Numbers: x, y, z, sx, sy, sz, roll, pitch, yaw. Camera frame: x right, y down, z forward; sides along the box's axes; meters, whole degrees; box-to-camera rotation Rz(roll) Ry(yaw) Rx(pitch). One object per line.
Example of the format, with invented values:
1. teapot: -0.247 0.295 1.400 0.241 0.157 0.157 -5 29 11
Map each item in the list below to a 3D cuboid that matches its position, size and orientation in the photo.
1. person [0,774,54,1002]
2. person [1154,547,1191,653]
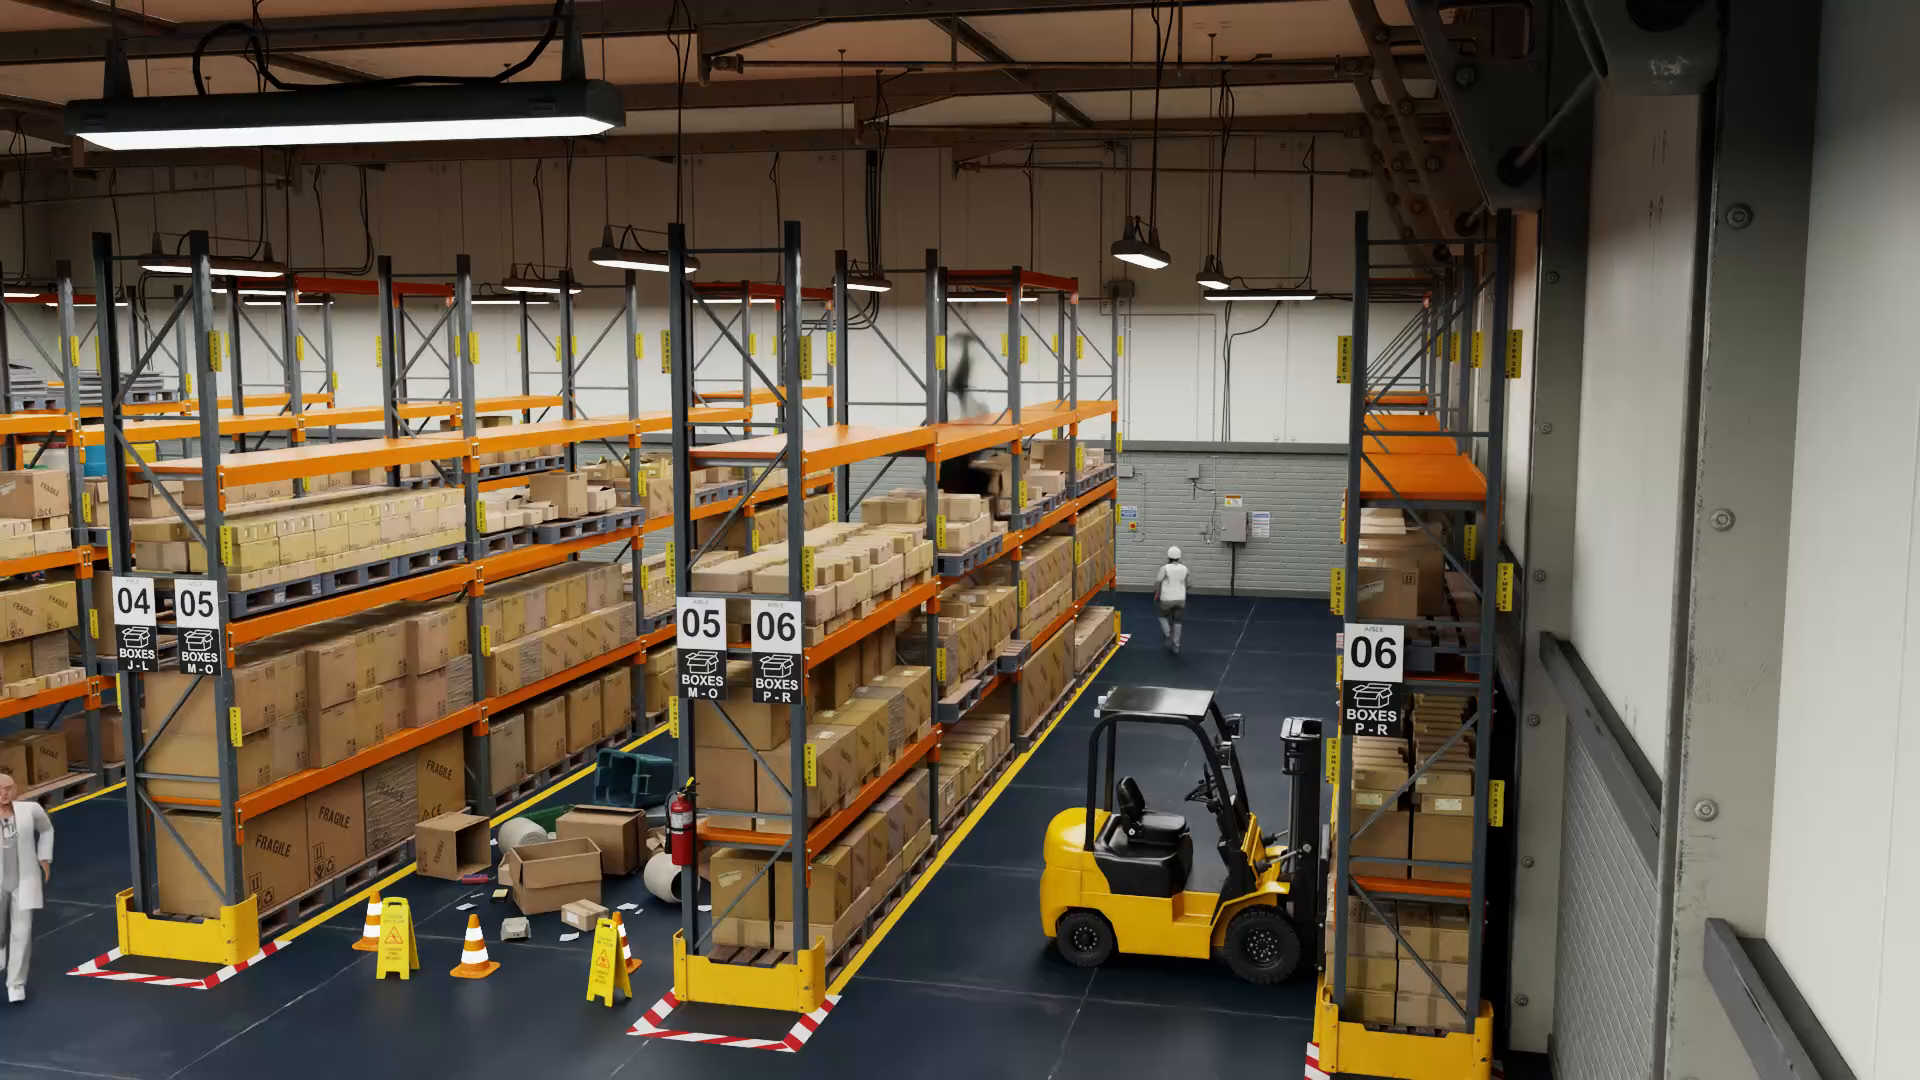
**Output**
1. person: -7.525 2.699 13.146 0.712 1.745 0.835 -5 8 -35
2. person: 3.482 0.964 27.423 0.640 1.726 0.662 -1 7 -8
